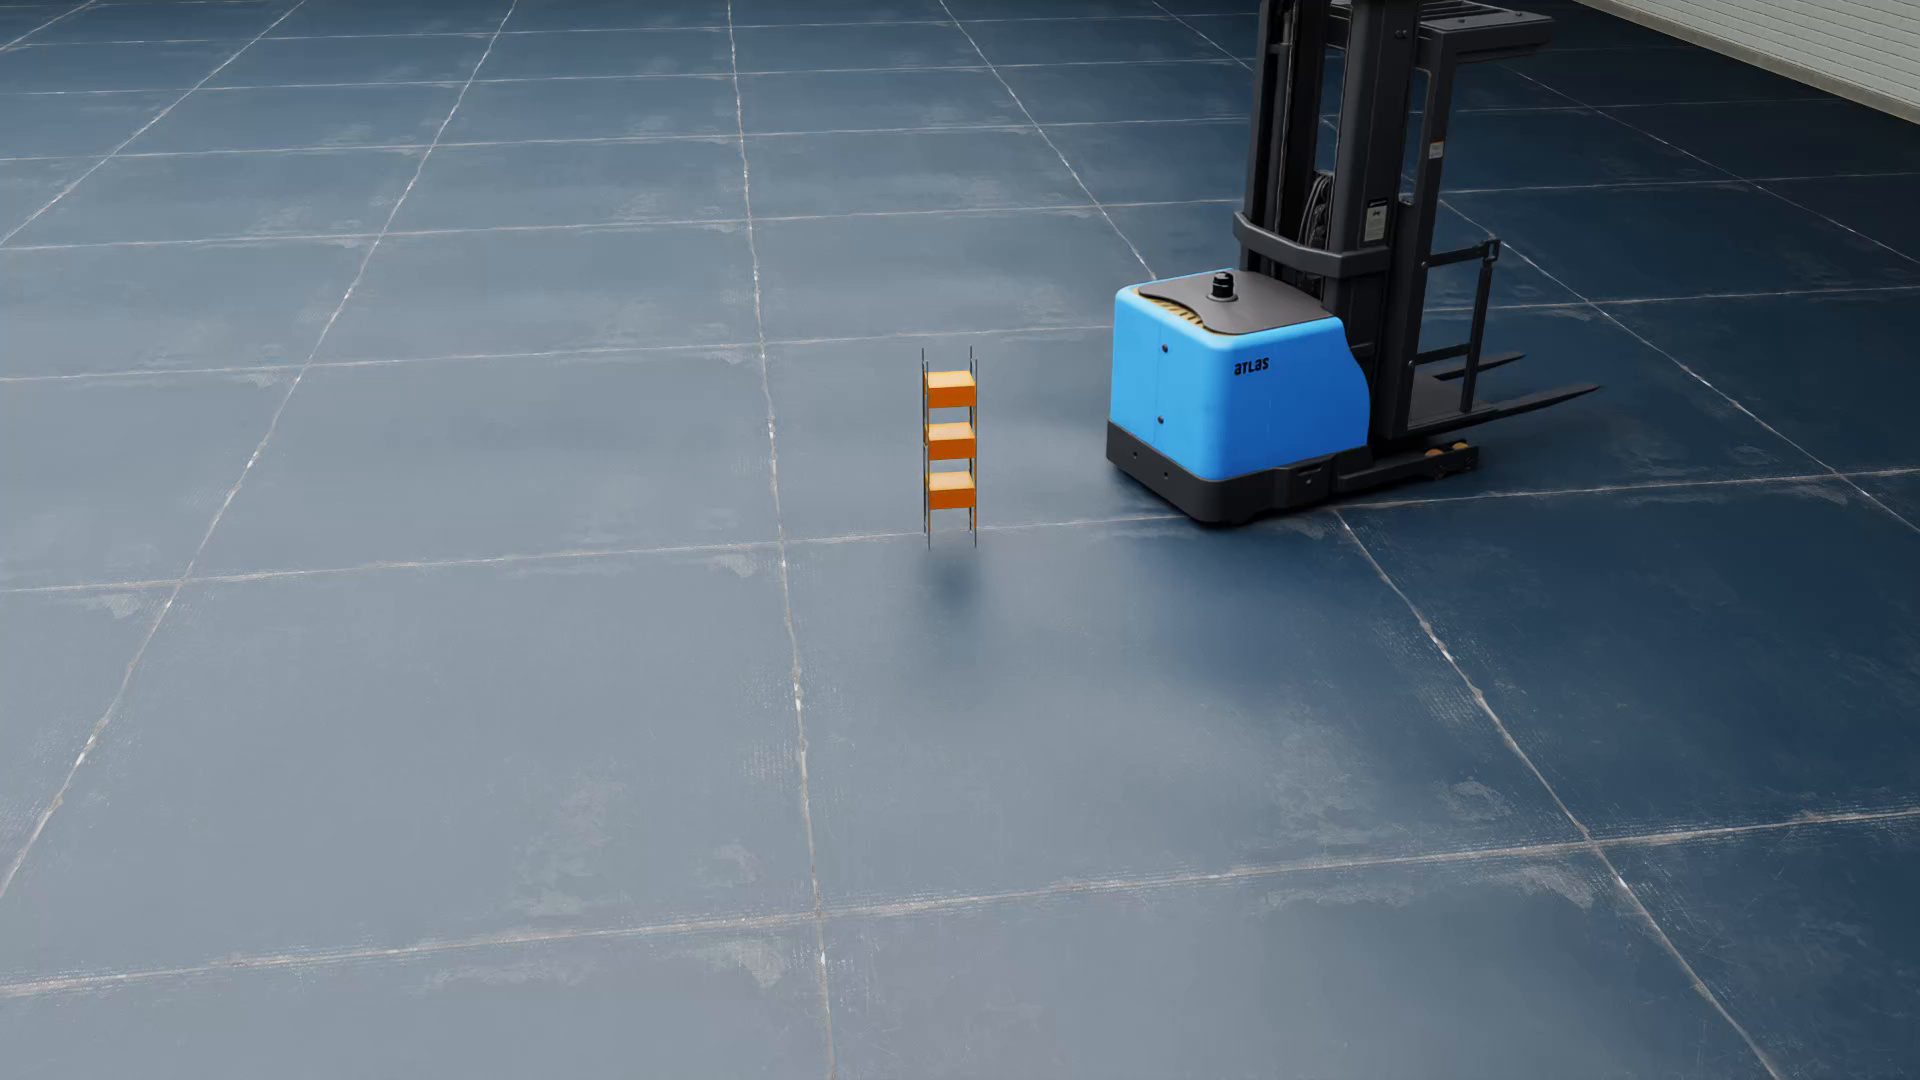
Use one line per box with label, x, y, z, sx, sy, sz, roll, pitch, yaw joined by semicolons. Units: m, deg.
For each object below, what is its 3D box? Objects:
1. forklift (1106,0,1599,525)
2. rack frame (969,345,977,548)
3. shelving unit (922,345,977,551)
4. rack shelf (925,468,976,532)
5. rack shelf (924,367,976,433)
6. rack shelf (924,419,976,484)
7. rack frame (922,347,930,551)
forklift;2.382;-1.849;9.143;3.031;2.935;1.130;-14;30;-25
rack frame;0.068;-0.471;8.519;0.008;1.050;0.200;-4;27;-7
shelving unit;-0.053;-0.464;8.504;0.252;1.050;0.215;-4;27;-7
rack shelf;-0.053;-0.207;8.635;0.240;0.259;0.215;-4;27;-7
rack shelf;-0.053;-0.707;8.379;0.240;0.259;0.215;-4;27;-7
rack shelf;-0.053;-0.454;8.509;0.240;0.259;0.215;-4;27;-7
rack frame;-0.174;-0.456;8.489;0.008;1.050;0.200;-4;27;-7
